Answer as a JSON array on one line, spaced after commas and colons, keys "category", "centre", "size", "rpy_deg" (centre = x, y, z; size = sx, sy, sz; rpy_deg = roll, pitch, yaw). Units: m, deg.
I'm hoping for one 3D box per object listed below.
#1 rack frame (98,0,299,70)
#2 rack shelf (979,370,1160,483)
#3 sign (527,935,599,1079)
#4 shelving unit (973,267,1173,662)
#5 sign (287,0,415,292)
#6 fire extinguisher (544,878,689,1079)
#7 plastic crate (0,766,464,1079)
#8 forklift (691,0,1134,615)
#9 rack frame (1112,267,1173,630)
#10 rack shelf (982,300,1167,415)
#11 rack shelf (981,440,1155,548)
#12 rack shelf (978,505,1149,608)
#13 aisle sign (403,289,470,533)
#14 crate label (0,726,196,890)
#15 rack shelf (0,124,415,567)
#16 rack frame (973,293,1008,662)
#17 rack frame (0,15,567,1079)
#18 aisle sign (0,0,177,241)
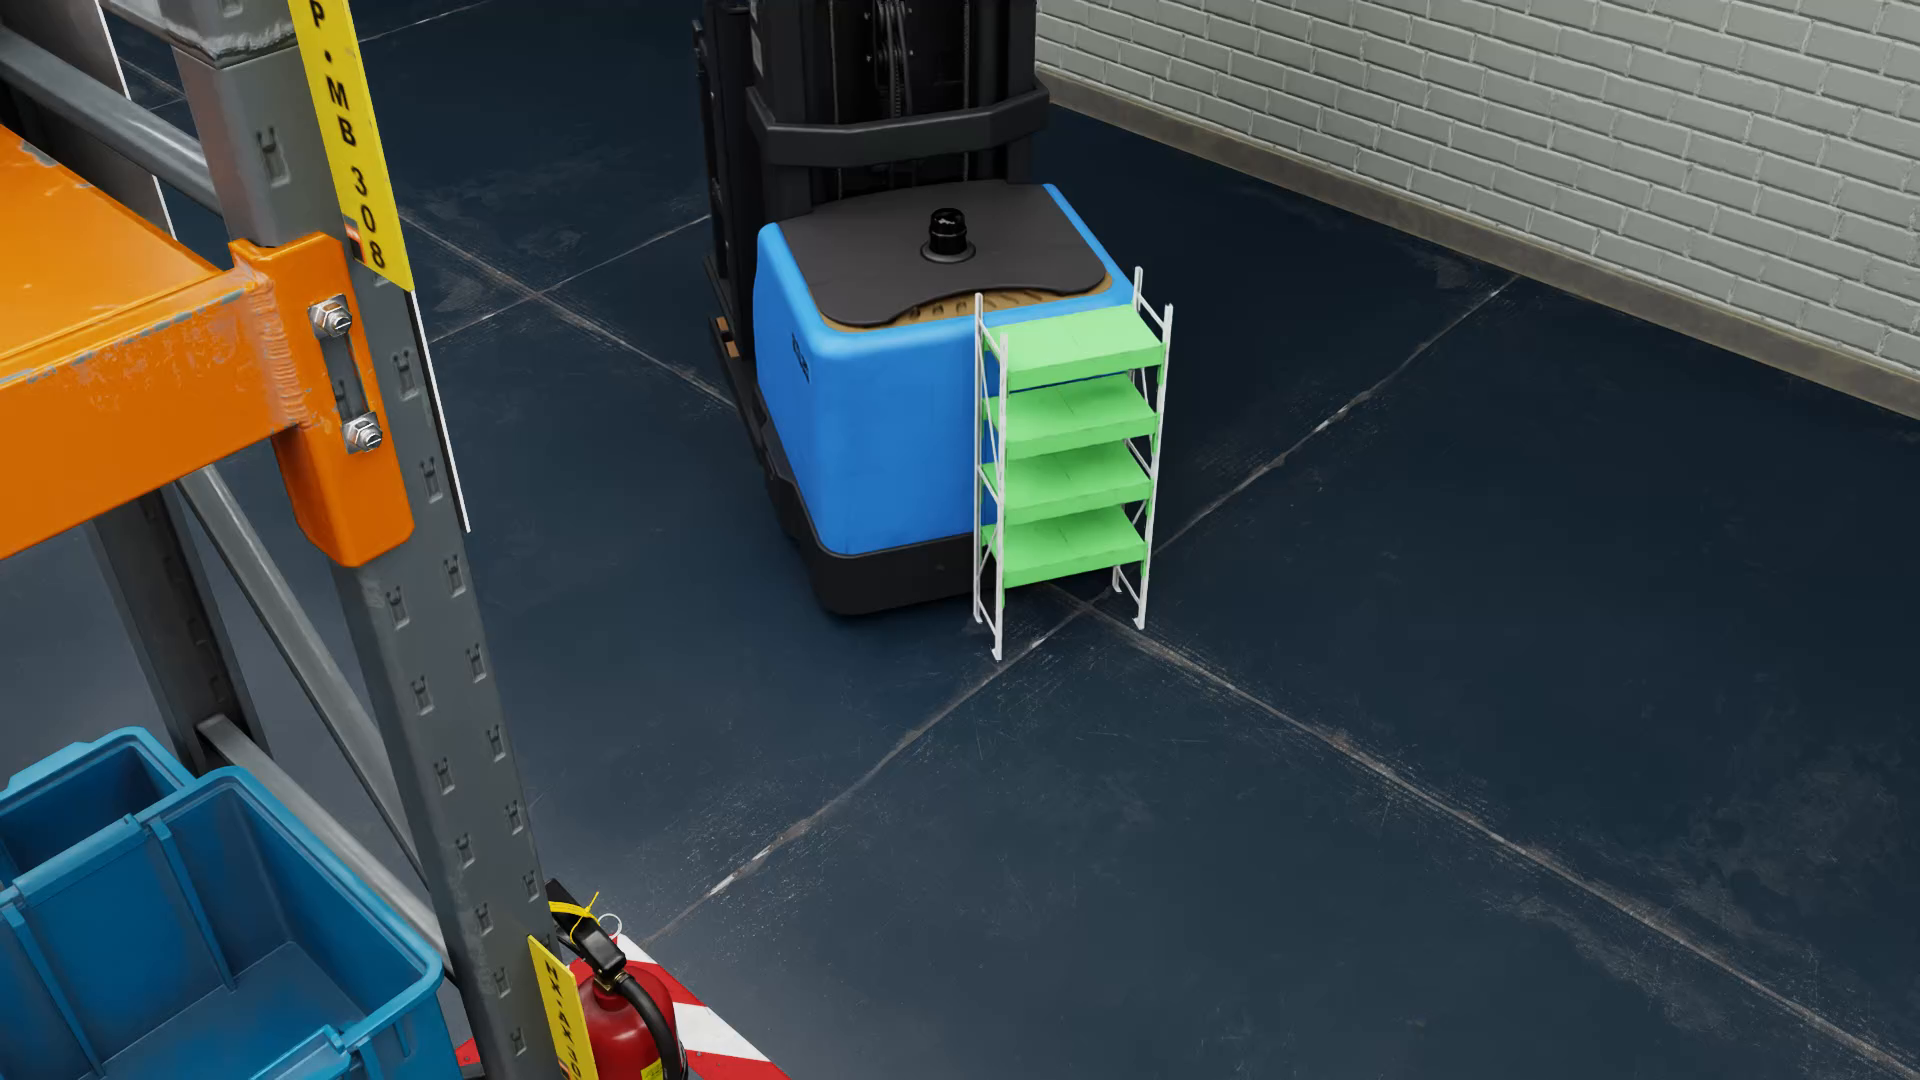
[{"category": "rack frame", "centre": [-0.970, -1.821, 0.809], "size": [1.000, 3.000, 0.127], "rpy_deg": [30, 47, 32]}, {"category": "rack shelf", "centre": [0.319, -0.341, 4.932], "size": [0.480, 0.148, 0.258], "rpy_deg": [-11, 40, -14]}, {"category": "sign", "centre": [-0.553, 0.687, 2.345], "size": [0.100, 0.325, 0.005], "rpy_deg": [30, 47, 32]}, {"category": "shelving unit", "centre": [0.319, -0.203, 5.042], "size": [0.503, 1.200, 0.258], "rpy_deg": [-11, 40, -14]}, {"category": "sign", "centre": [-0.553, -0.382, 1.494], "size": [0.100, 0.325, 0.005], "rpy_deg": [30, 47, 32]}, {"category": "fire extinguisher", "centre": [-0.533, 0.825, 2.664], "size": [0.296, 0.674, 0.183], "rpy_deg": [30, 47, 32]}, {"category": "plastic crate", "centre": [-1.058, 0.722, 2.355], "size": [0.616, 0.435, 0.499], "rpy_deg": [30, 47, 32]}, {"category": "forklift", "centre": [-0.370, -1.829, 5.695], "size": [1.130, 2.935, 3.031], "rpy_deg": [-11, 40, -14]}, {"category": "rack frame", "centre": [0.552, -0.250, 5.101], "size": [0.015, 1.200, 0.240], "rpy_deg": [-11, 40, -14]}, {"category": "rack shelf", "centre": [0.319, -0.529, 4.783], "size": [0.480, 0.148, 0.258], "rpy_deg": [-11, 40, -14]}, {"category": "rack shelf", "centre": [0.319, -0.153, 5.082], "size": [0.480, 0.148, 0.258], "rpy_deg": [-11, 40, -14]}, {"category": "rack shelf", "centre": [0.319, 0.034, 5.231], "size": [0.480, 0.148, 0.258], "rpy_deg": [-11, 40, -14]}, {"category": "aisle sign", "centre": [-0.705, -0.400, 1.754], "size": [0.394, 0.787, 0.004], "rpy_deg": [30, 47, 32]}, {"category": "crate label", "centre": [-1.379, 0.545, 2.741], "size": [0.416, 0.233, 0.303], "rpy_deg": [30, 47, 32]}, {"category": "rack shelf", "centre": [-2.319, 0.554, 0.811], "size": [1.077, 0.370, 4.000], "rpy_deg": [30, 47, 32]}, {"category": "rack frame", "centre": [0.087, -0.157, 4.983], "size": [0.015, 1.200, 0.240], "rpy_deg": [-11, 40, -14]}, {"category": "rack frame", "centre": [-0.970, 0.528, 2.676], "size": [1.000, 3.000, 0.127], "rpy_deg": [30, 47, 32]}, {"category": "aisle sign", "centre": [-1.140, -0.648, 2.066], "size": [0.394, 0.787, 0.004], "rpy_deg": [30, 47, 32]}]
